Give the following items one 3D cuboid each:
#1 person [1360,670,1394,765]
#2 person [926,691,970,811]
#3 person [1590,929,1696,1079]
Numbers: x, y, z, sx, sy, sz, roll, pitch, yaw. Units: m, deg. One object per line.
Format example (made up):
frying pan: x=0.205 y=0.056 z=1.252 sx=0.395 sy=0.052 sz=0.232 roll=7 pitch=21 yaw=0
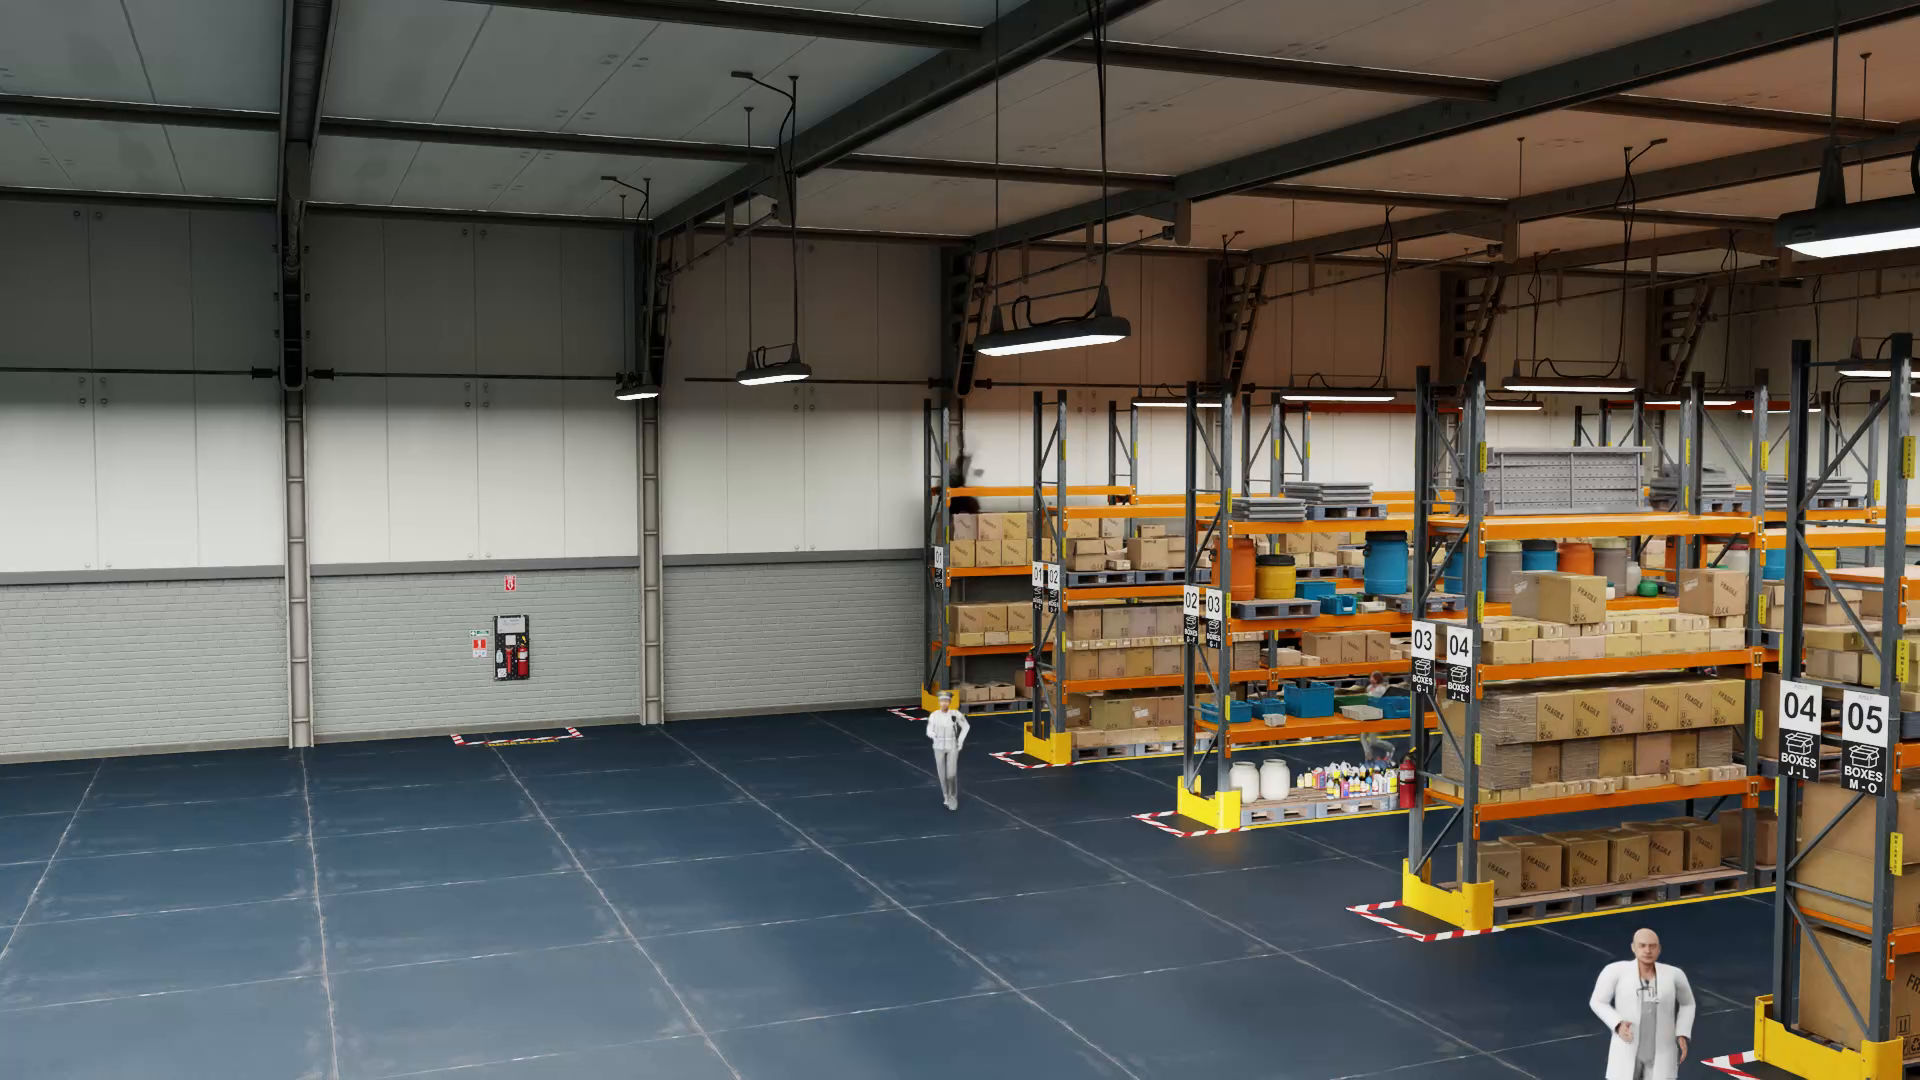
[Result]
person: x=6.595 y=2.836 z=26.366 sx=0.596 sy=1.549 sz=0.537 roll=-2 pitch=4 yaw=-29
person: x=-0.187 y=2.954 z=23.320 sx=0.588 sy=1.695 sz=0.668 roll=1 pitch=3 yaw=9
person: x=4.810 y=3.598 z=11.712 sx=0.710 sy=1.750 sz=0.797 roll=1 pitch=3 yaw=16
